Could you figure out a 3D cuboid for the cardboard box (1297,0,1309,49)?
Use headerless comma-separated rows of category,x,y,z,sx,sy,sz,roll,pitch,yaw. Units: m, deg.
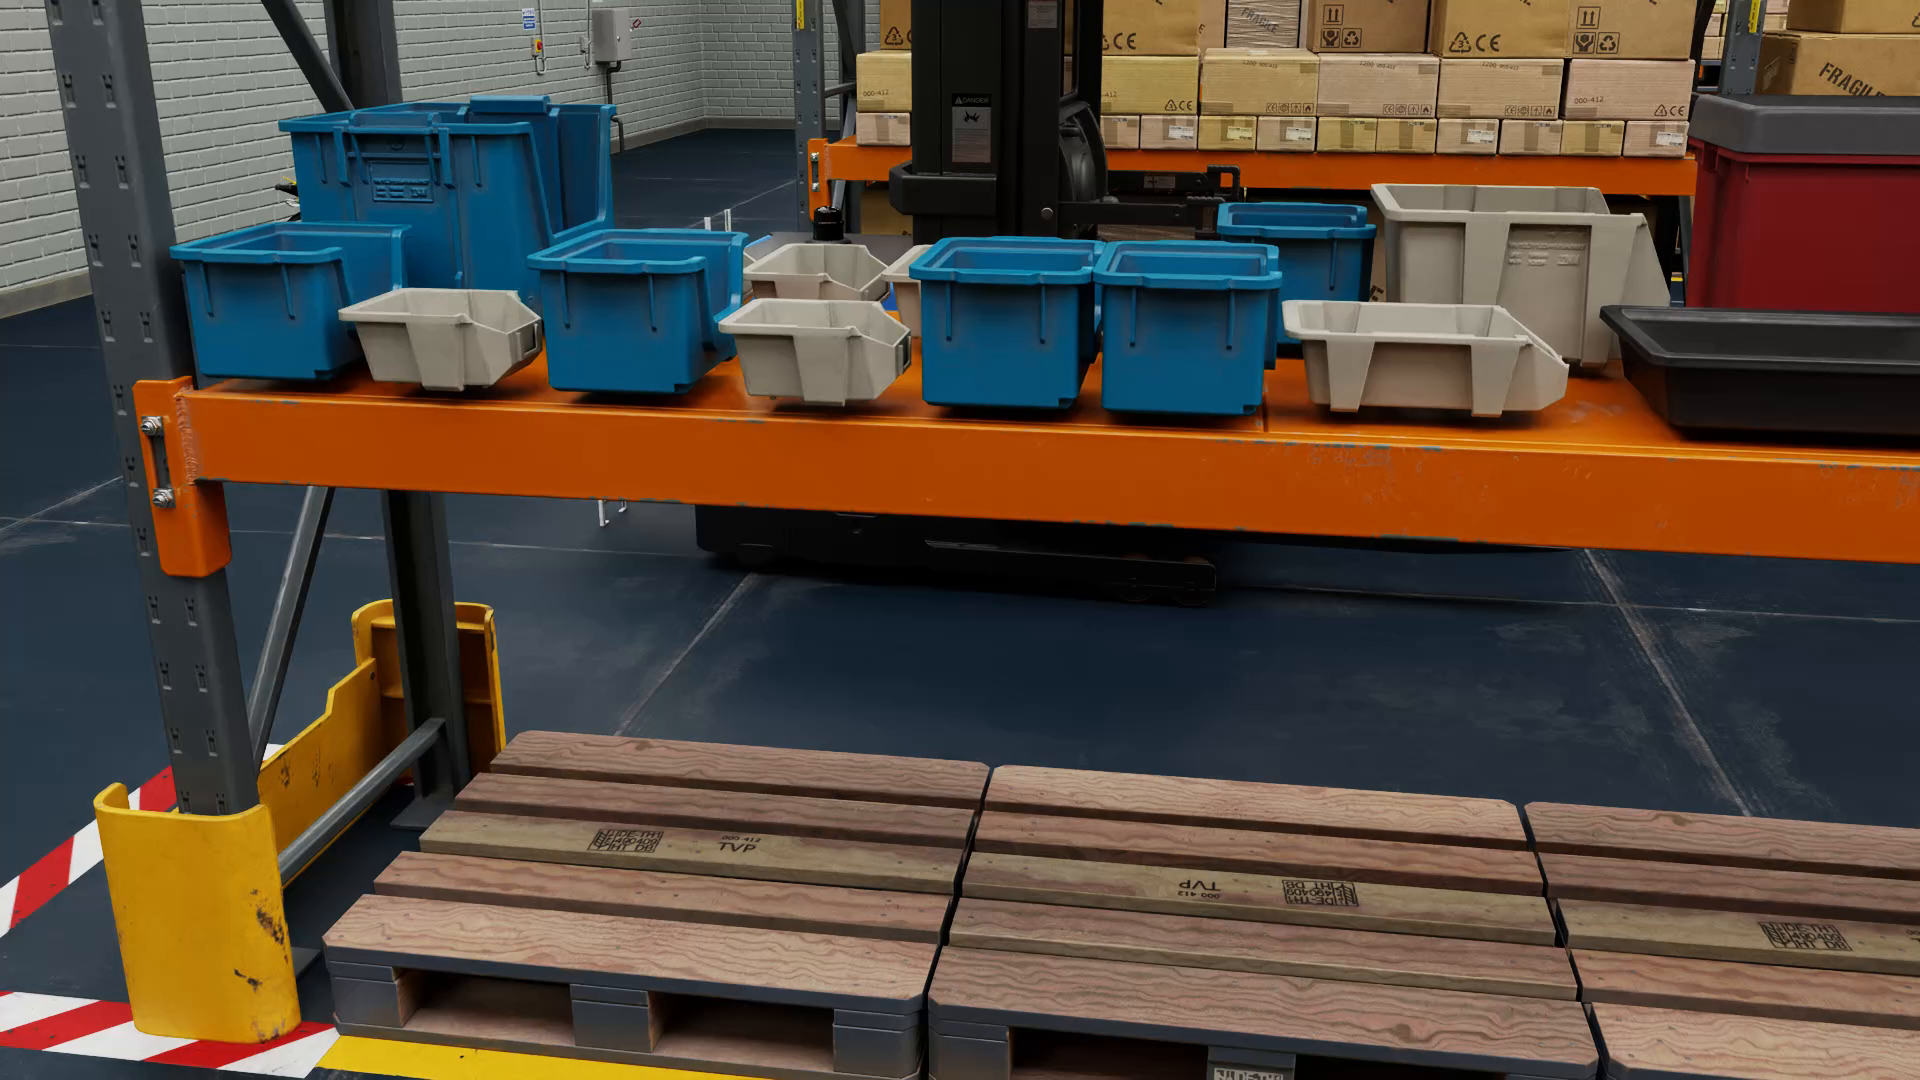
cardboard box,2.693,-3.686,11.966,0.500,0.500,0.500,3,19,8

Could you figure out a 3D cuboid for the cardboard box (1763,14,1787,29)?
cardboard box,5.569,-3.516,11.350,0.250,0.149,0.380,4,19,11

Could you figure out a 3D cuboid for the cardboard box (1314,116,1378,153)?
cardboard box,1.711,-1.819,7.409,0.250,0.149,0.380,3,19,8

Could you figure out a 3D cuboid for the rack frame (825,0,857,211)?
rack frame,-0.616,-2.164,8.042,0.053,2.616,0.949,3,19,9

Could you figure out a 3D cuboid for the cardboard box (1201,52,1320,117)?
cardboard box,1.340,-2.049,7.466,0.500,0.250,0.500,3,19,8

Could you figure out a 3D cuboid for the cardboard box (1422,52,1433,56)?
cardboard box,2.420,-2.163,7.809,0.500,0.250,0.500,3,19,8

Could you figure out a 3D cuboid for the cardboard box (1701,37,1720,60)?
cardboard box,5.056,-3.400,11.472,0.250,0.149,0.380,3,19,9

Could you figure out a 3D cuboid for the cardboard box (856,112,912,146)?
cardboard box,-0.319,-1.922,7.716,0.250,0.149,0.380,3,19,9

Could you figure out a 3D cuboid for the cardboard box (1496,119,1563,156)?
cardboard box,2.472,-1.781,7.293,0.250,0.149,0.380,3,19,8

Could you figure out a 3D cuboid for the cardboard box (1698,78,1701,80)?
cardboard box,7.305,-4.163,16.705,0.875,0.875,0.875,3,19,9

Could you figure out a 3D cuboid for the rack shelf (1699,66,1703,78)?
rack shelf,6.879,-4.624,16.529,4.000,0.370,1.077,3,19,9

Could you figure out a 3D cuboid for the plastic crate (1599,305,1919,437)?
plastic crate,1.399,-0.280,2.751,0.590,0.125,0.437,3,19,9

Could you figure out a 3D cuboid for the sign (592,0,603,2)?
sign,-4.352,-6.579,19.937,0.001,0.242,0.339,3,19,9

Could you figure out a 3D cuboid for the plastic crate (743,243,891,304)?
plastic crate,-0.285,-0.511,3.423,0.243,0.136,0.396,3,19,9

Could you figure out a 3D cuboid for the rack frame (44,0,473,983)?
rack frame,-1.403,-0.611,3.401,0.127,3.000,1.000,3,19,9

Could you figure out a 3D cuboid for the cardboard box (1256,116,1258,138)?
cardboard box,1.554,-2.039,8.066,0.250,0.149,0.380,2,19,7

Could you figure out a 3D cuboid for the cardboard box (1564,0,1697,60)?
cardboard box,2.836,-2.326,7.113,0.500,0.500,0.500,3,19,10

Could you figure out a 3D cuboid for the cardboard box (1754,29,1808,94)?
cardboard box,3.838,-2.071,7.607,0.500,0.500,0.500,3,19,9

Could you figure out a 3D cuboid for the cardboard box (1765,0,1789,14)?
cardboard box,5.563,-3.656,11.300,0.250,0.149,0.380,3,19,8

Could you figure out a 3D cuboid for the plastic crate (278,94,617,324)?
plastic crate,-1.042,-0.698,3.511,0.499,0.435,0.616,3,19,9

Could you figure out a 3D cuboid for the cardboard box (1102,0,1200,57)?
cardboard box,0.820,-2.430,7.424,0.500,0.500,0.500,2,19,7

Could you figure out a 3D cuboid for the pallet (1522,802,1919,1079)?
pallet,1.815,0.888,3.316,1.213,0.211,1.003,3,19,9

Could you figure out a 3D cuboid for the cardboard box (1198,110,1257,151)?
cardboard box,1.200,-1.845,7.486,0.250,0.149,0.380,2,19,7

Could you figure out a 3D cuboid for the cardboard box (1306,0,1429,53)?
cardboard box,1.901,-2.543,7.761,0.500,0.500,0.500,2,19,7

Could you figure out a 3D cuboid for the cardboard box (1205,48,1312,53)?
cardboard box,1.422,-2.215,7.963,0.500,0.250,0.500,3,19,9

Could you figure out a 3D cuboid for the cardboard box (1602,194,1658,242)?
cardboard box,2.693,-1.211,7.882,0.875,0.875,0.875,3,19,9

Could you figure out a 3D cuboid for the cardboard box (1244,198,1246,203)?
cardboard box,2.051,-2.546,12.546,0.250,0.149,0.380,4,19,11

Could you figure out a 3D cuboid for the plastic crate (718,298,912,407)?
plastic crate,-0.238,-0.322,2.860,0.298,0.136,0.250,3,19,9

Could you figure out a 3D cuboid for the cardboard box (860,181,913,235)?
cardboard box,0.028,-1.347,8.288,0.875,0.875,0.875,3,19,9

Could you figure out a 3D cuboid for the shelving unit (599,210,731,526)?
shelving unit,-1.128,-0.644,6.336,0.503,1.200,0.258,4,19,11

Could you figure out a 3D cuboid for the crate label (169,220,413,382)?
crate label,-1.211,-0.444,3.073,0.303,0.233,0.416,3,19,9

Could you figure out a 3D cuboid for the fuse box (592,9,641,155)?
fuse box,-4.139,-5.583,20.293,0.414,1.711,0.539,3,19,9

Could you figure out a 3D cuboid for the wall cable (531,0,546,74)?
wall cable,-4.616,-6.040,17.978,0.123,1.953,0.585,3,19,9

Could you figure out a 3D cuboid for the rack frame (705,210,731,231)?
rack frame,-0.889,-0.628,6.289,0.015,1.200,0.240,4,19,11

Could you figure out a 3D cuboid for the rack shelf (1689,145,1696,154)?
rack shelf,5.307,-1.519,7.250,4.000,0.370,1.077,3,19,9

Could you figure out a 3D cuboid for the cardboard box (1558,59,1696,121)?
cardboard box,2.855,-1.971,7.234,0.500,0.250,0.500,3,19,8

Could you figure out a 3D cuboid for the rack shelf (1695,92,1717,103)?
rack shelf,6.194,-3.068,11.879,4.000,0.370,1.077,3,19,9

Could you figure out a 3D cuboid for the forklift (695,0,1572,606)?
forklift,0.615,-1.350,5.717,3.031,2.935,1.130,4,19,11

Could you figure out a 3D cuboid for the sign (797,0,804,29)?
sign,-0.711,-2.437,7.370,0.005,0.325,0.100,3,19,9
